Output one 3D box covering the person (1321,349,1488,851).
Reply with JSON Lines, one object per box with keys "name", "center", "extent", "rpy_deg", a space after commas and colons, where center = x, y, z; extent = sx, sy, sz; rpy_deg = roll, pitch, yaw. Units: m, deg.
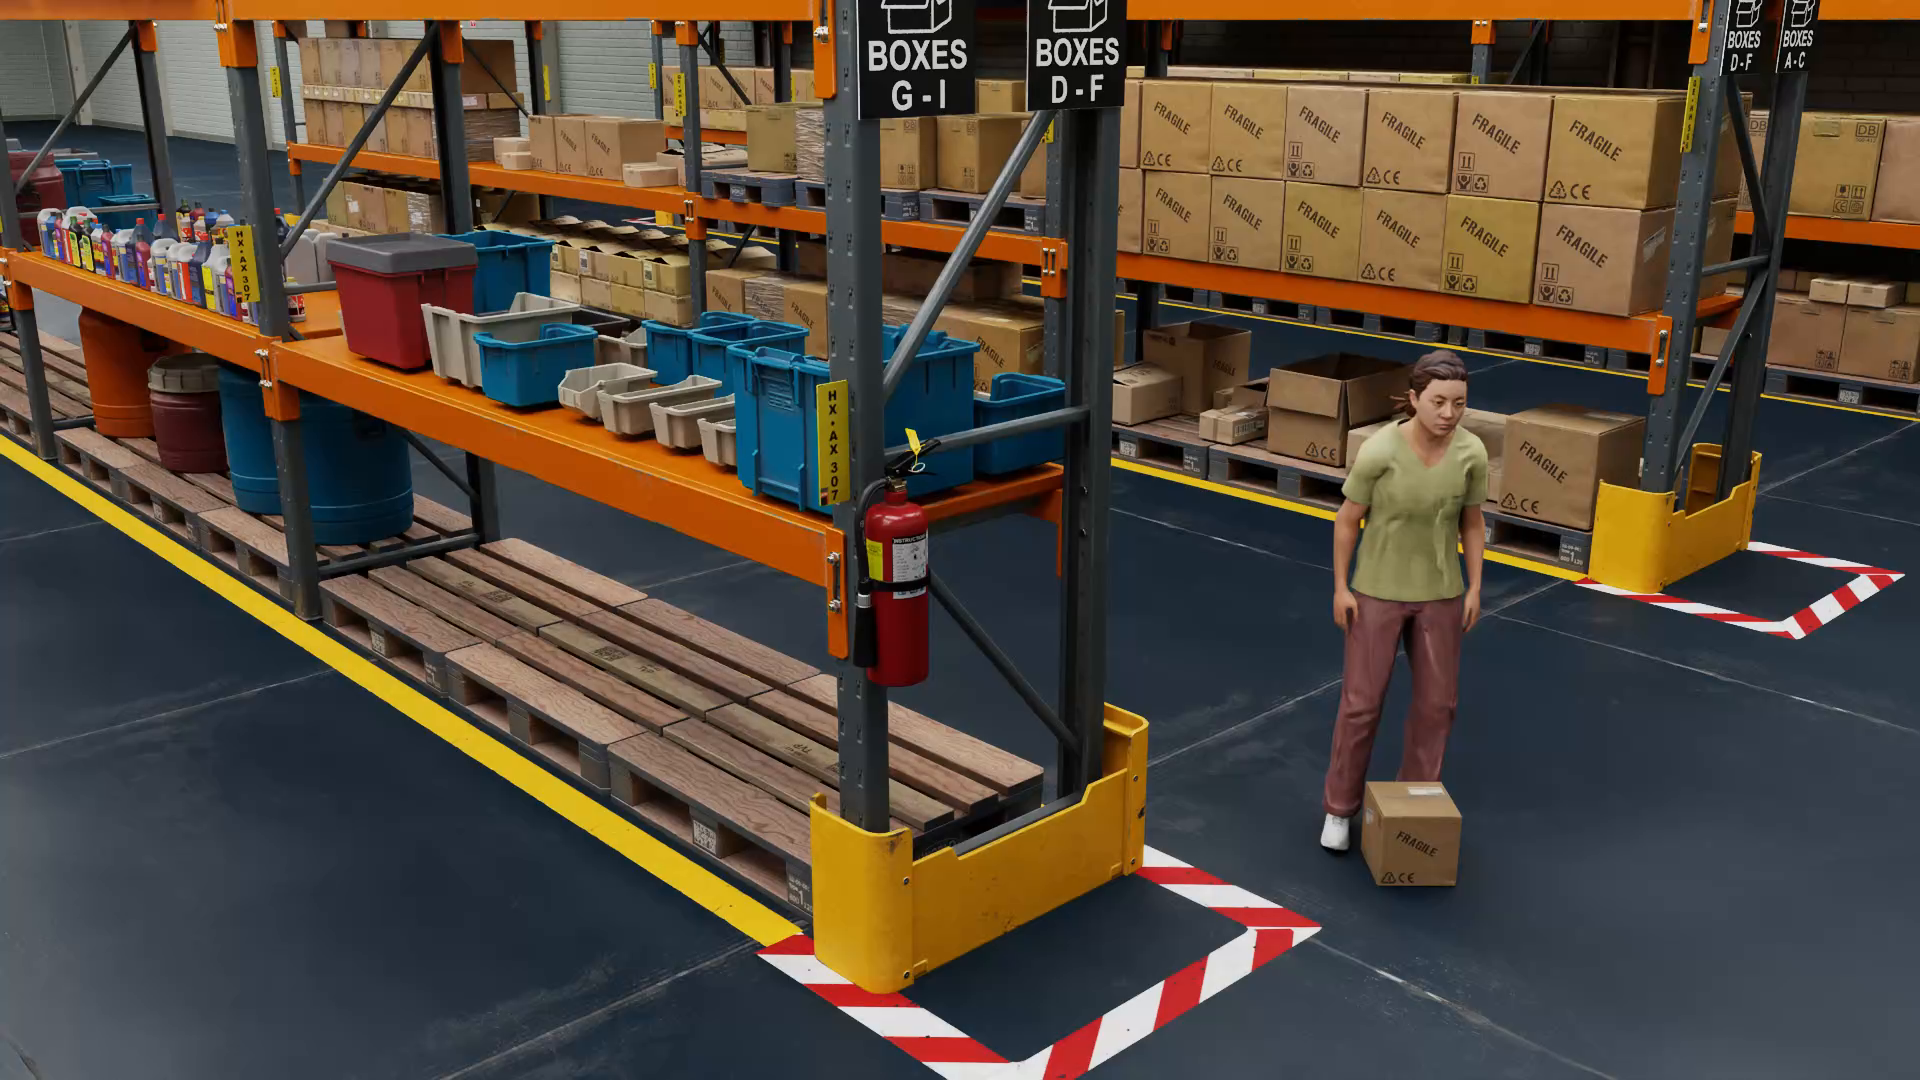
{"name": "person", "center": [1.461, 0.199, 5.419], "extent": [0.509, 1.671, 0.364], "rpy_deg": [0, 17, -1]}
